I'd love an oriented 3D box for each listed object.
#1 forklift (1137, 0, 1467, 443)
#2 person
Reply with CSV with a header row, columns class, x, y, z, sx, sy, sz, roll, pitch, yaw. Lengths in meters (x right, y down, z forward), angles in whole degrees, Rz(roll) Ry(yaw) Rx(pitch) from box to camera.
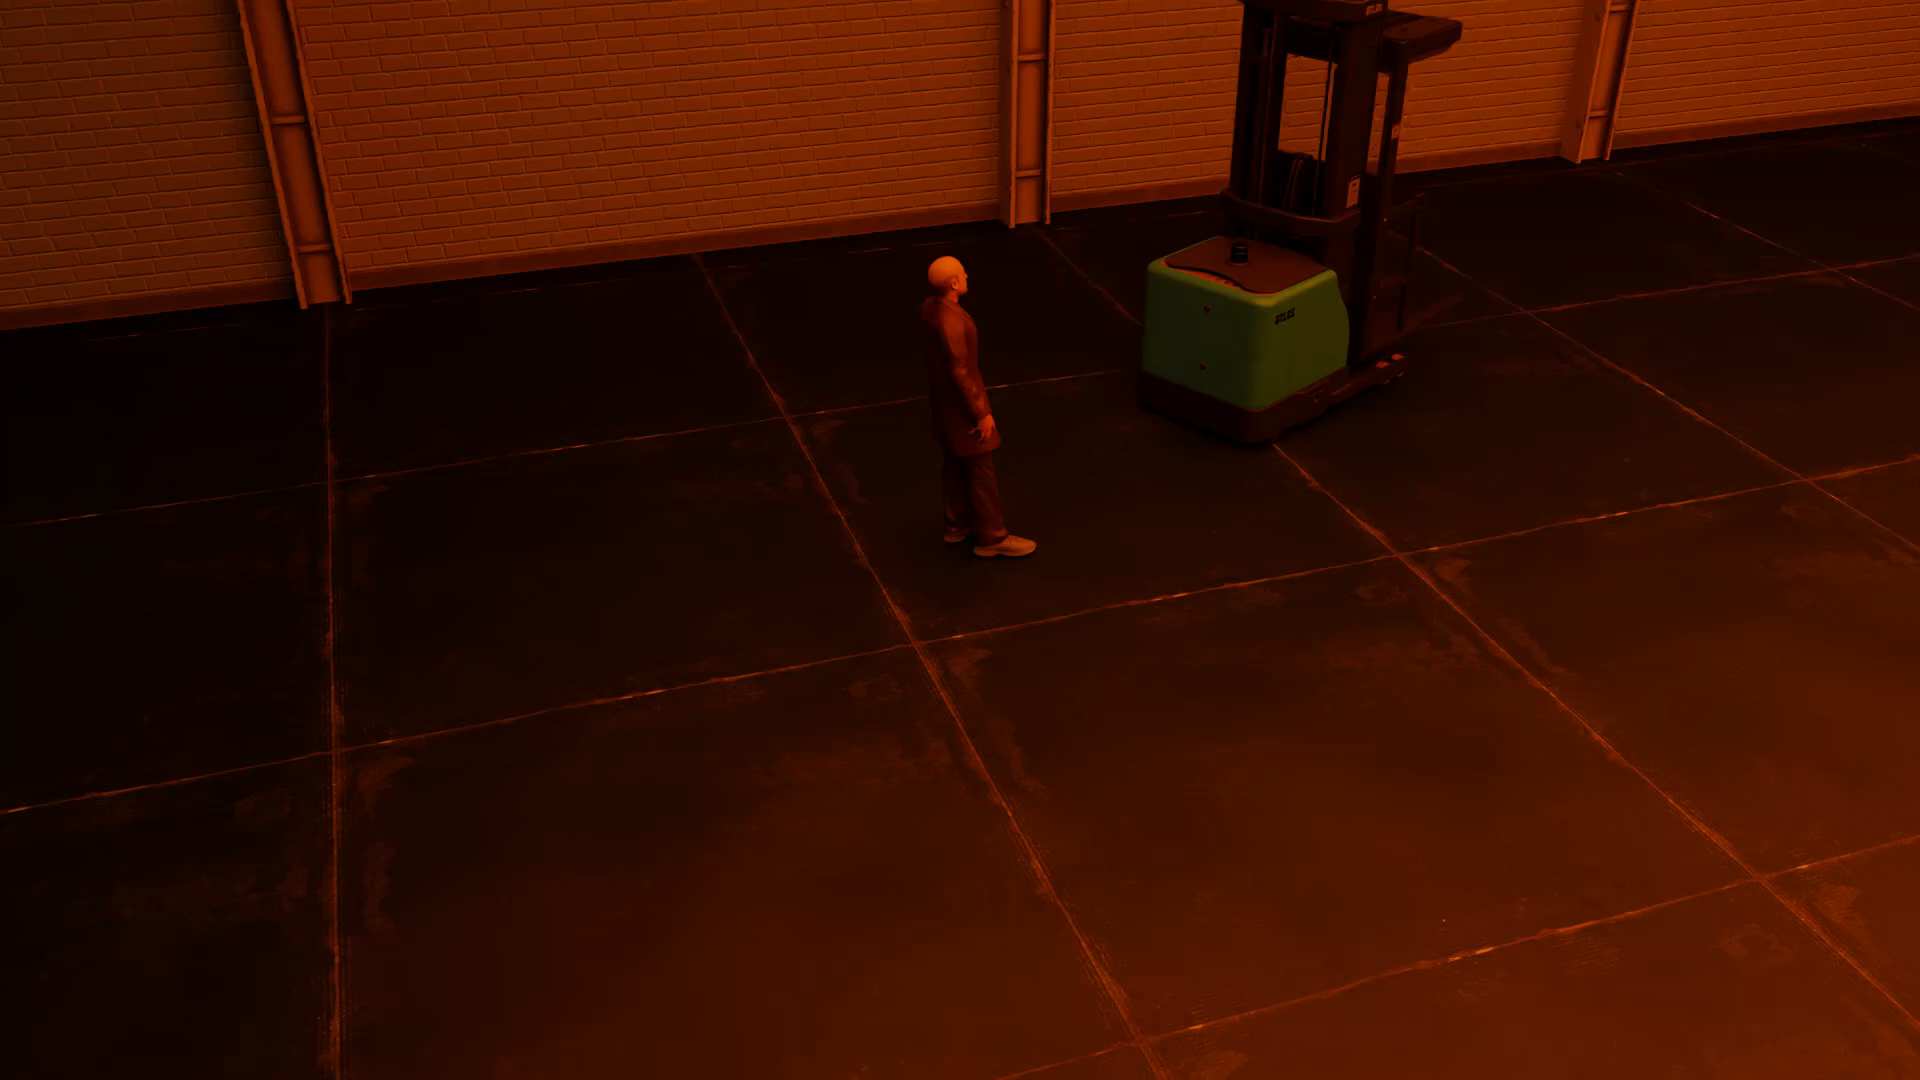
class,x,y,z,sx,sy,sz,roll,pitch,yaw
forklift,2.623,-2.546,11.512,1.130,2.935,3.031,26,39,37
person,0.088,-0.789,9.601,0.579,1.778,0.696,-10,31,-16
